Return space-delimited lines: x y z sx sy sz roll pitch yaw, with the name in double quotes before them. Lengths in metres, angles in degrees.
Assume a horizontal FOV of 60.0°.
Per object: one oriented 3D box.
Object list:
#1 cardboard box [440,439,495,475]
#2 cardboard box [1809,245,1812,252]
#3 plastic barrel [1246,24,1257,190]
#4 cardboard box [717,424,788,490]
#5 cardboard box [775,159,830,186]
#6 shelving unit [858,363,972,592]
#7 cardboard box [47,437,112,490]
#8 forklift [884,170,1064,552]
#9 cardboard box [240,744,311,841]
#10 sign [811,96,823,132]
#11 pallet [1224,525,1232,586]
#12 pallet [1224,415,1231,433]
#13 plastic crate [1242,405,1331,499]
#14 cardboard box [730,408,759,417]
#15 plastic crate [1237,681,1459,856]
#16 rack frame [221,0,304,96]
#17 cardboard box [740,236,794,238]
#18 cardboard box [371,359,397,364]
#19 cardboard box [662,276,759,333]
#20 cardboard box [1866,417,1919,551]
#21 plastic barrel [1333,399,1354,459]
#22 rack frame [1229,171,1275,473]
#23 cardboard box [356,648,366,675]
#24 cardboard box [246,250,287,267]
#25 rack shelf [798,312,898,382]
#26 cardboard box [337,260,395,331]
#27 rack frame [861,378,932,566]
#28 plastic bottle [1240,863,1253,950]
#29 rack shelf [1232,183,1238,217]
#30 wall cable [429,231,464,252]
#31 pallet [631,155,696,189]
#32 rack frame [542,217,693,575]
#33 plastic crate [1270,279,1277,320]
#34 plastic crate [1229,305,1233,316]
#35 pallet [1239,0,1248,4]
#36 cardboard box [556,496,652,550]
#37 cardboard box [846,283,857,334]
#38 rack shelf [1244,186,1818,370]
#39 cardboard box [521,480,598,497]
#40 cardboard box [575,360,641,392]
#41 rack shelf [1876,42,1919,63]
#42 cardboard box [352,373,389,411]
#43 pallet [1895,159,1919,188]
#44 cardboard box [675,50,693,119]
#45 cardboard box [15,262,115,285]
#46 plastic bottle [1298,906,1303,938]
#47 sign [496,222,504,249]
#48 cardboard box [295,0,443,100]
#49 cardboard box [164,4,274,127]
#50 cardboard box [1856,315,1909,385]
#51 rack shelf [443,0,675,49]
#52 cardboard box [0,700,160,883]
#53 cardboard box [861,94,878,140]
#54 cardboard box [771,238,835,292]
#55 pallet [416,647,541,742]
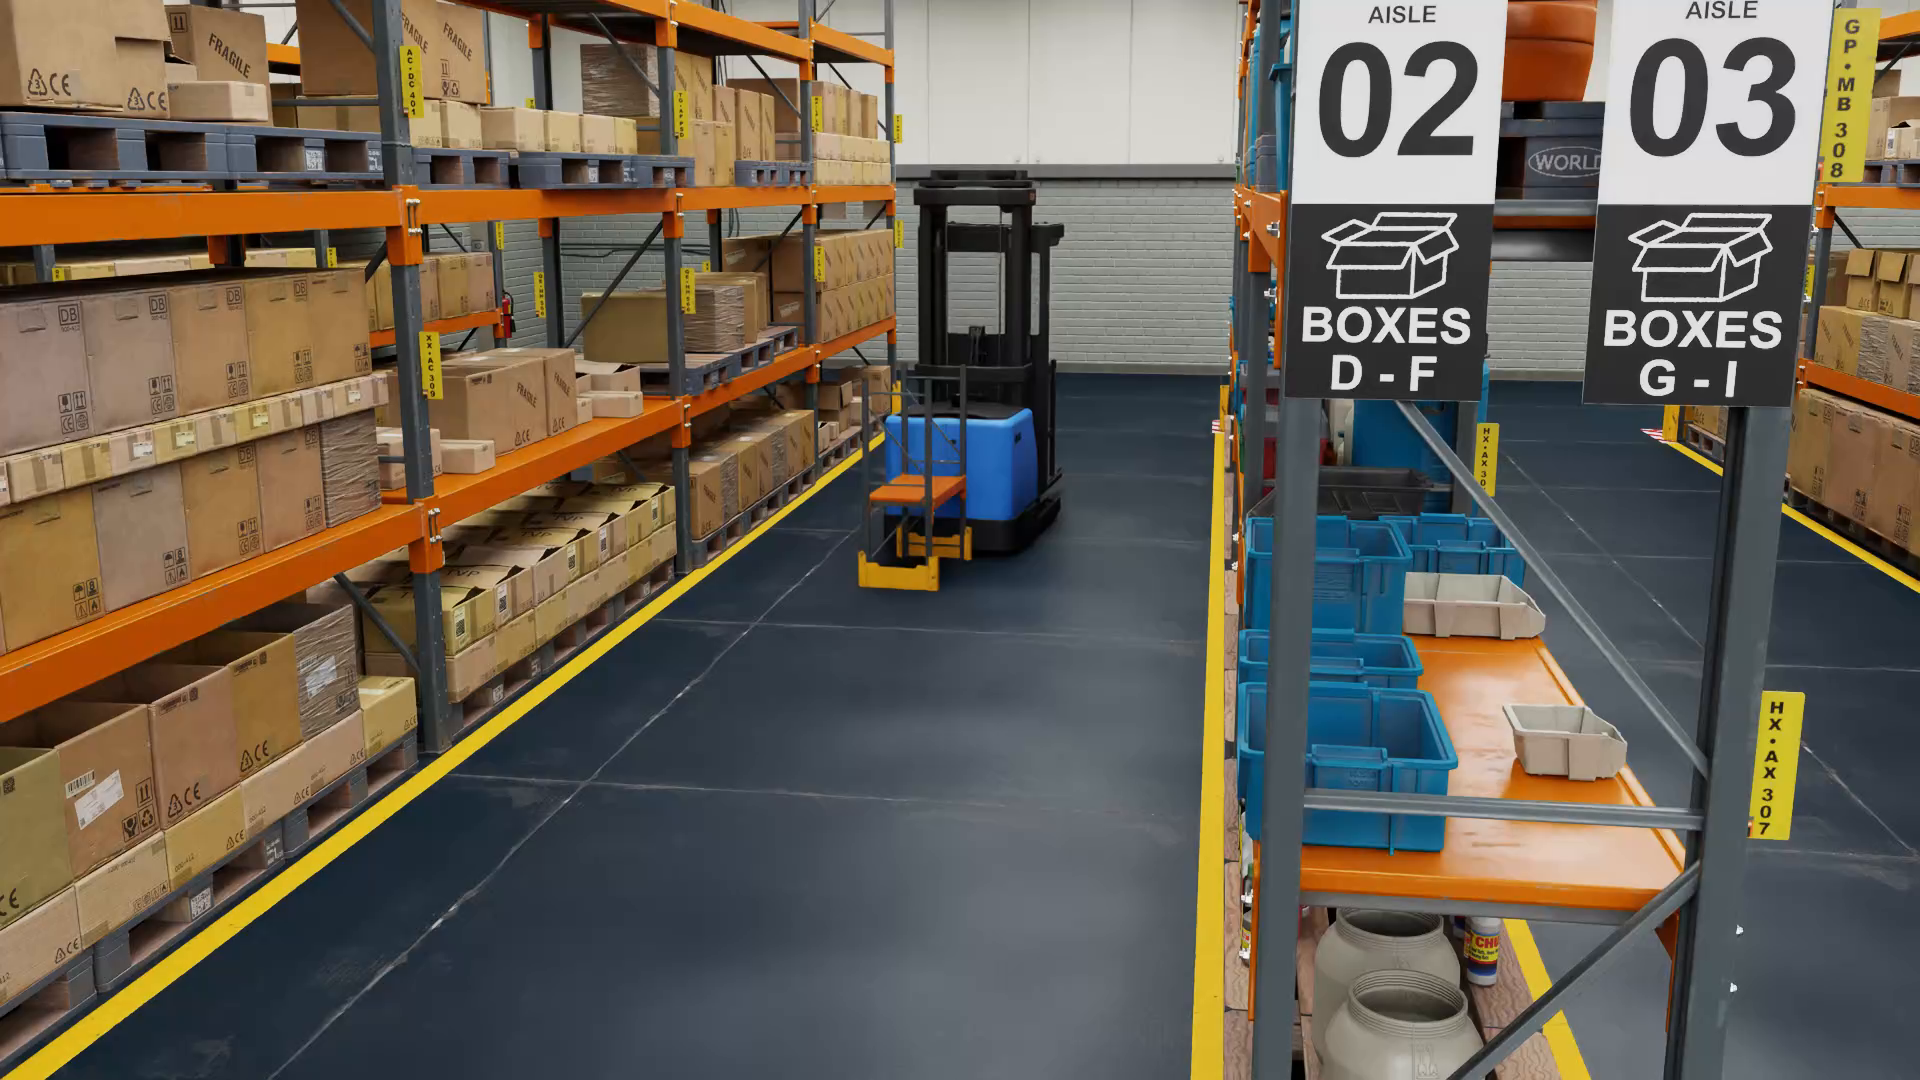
"cardboard box" -2.772 -0.456 9.086 0.380 0.149 0.250 2 12 9
"cardboard box" 8.708 -2.906 17.728 0.500 0.500 0.500 2 12 9
"plastic barrel" 1.848 -2.336 8.905 0.600 0.901 0.708 2 12 9
"cardboard box" -1.835 -0.741 14.699 0.500 0.500 0.500 2 12 9
"cardboard box" -1.561 -3.553 16.094 0.500 0.250 0.500 2 12 9
"shelving unit" -0.319 -0.491 12.212 0.587 1.500 1.083 3 13 13
"cardboard box" -3.257 -0.277 5.883 0.380 0.149 0.250 2 12 8
"forklift" 0.252 -1.607 13.995 1.130 2.935 3.031 3 13 13
"cardboard box" -3.115 1.050 7.032 0.500 0.250 0.500 2 12 9
"sign" -1.331 -3.961 15.470 0.100 0.325 0.005 2 12 9
"pallet" 2.479 0.125 12.411 1.003 0.211 1.213 2 12 9
"pallet" 3.464 -1.204 18.580 1.003 0.211 1.213 2 12 9
"plastic crate" 1.555 -0.382 7.993 0.402 0.464 0.583 2 12 9
"cardboard box" -2.195 -0.967 15.748 0.500 0.500 0.500 1 12 6
"plastic crate" 0.949 0.552 4.167 0.499 0.251 0.616 2 12 9
"rack frame" -6.776 -5.159 16.071 1.000 3.000 0.127 2 12 9
"cardboard box" -1.982 -2.824 16.869 0.500 0.500 0.500 2 12 8
"cardboard box" -6.541 -1.979 18.952 0.380 0.149 0.250 2 12 9
"cardboard box" -2.217 -2.084 14.809 0.700 0.500 0.500 4 13 18
"cardboard box" 7.564 -0.407 12.308 1.225 0.875 0.875 2 12 9
"plastic barrel" 2.260 -0.651 9.072 0.433 0.535 0.433 0 12 0
"rack frame" 3.014 -1.905 15.214 1.000 3.000 0.127 2 12 9
"cardboard box" -3.333 0.642 8.924 0.500 0.250 0.500 2 12 8
"cardboard box" -6.683 -2.585 15.598 0.500 0.250 0.500 2 12 10
"rack shelf" -1.573 -2.131 17.969 1.077 0.370 4.000 2 12 9
"cardboard box" -6.558 -2.637 17.897 0.980 0.700 0.700 2 12 7
"rack frame" -0.442 -0.385 11.721 0.500 1.500 0.032 3 13 13
"plastic bottle" 1.017 1.284 5.818 0.061 0.283 0.133 2 12 10
"rack shelf" 3.321 -3.436 16.905 1.077 0.370 4.000 2 12 9
"wall cable" -6.898 -3.853 21.839 0.084 1.984 1.851 2 12 9
"pallet" -2.511 -2.464 11.133 1.213 0.211 1.003 2 12 11
"rack frame" -2.495 -1.234 12.098 1.000 3.000 0.127 2 12 9
"plastic crate" 3.762 -2.709 18.716 0.616 0.435 0.499 2 12 9
"plastic crate" 3.063 -2.370 17.628 0.416 0.233 0.300 2 12 9
"pallet" 2.540 -3.866 11.472 1.213 0.211 1.003 2 12 9
"cardboard box" -2.406 -0.144 11.239 0.500 0.311 0.500 2 12 8
"cardboard box" -1.378 -2.423 17.381 0.500 0.500 0.500 2 12 8
"rack shelf" 1.476 -0.938 5.314 1.077 0.370 4.000 2 12 9
"cardboard box" -2.866 -0.270 11.823 0.500 0.311 0.500 2 12 11
"cardboard box" -2.594 -1.116 11.763 0.500 0.311 0.500 3 12 12
"rack shelf" 8.215 -4.546 15.887 1.077 0.370 4.000 2 12 9
"cardboard box" -2.941 -0.704 7.861 0.380 0.149 0.250 2 12 9
"pallet" 7.508 -2.655 12.020 1.003 0.211 1.213 2 12 11
"cardboard box" -2.344 -3.435 12.579 0.500 0.500 0.500 2 12 9
"cardboard box" -7.062 -2.056 13.144 0.500 0.250 0.500 2 12 10
"plastic bottle" 1.189 1.261 5.926 0.061 0.283 0.133 2 12 9
"sign" -5.626 -3.720 20.325 0.100 0.325 0.005 2 12 9
"cardboard box" -2.977 -2.493 8.401 0.500 0.500 0.500 2 12 9
"cardboard box" -3.449 -2.094 7.402 0.500 0.500 0.500 3 13 13
"cardboard box" 7.436 -1.497 13.083 0.500 0.500 0.500 2 12 7
"rack shelf" -2.803 -3.203 9.652 1.077 0.370 4.000 2 12 9
"cardboard box" -3.284 0.891 5.990 0.500 0.500 0.500 2 12 9
"cardboard box" -1.328 -4.796 18.895 0.700 0.500 0.500 2 12 9
"cardboard box" -1.530 -2.693 16.259 0.500 0.500 0.500 2 12 10
"pallet" -3.036 0.807 9.246 1.003 0.211 1.213 2 12 9
